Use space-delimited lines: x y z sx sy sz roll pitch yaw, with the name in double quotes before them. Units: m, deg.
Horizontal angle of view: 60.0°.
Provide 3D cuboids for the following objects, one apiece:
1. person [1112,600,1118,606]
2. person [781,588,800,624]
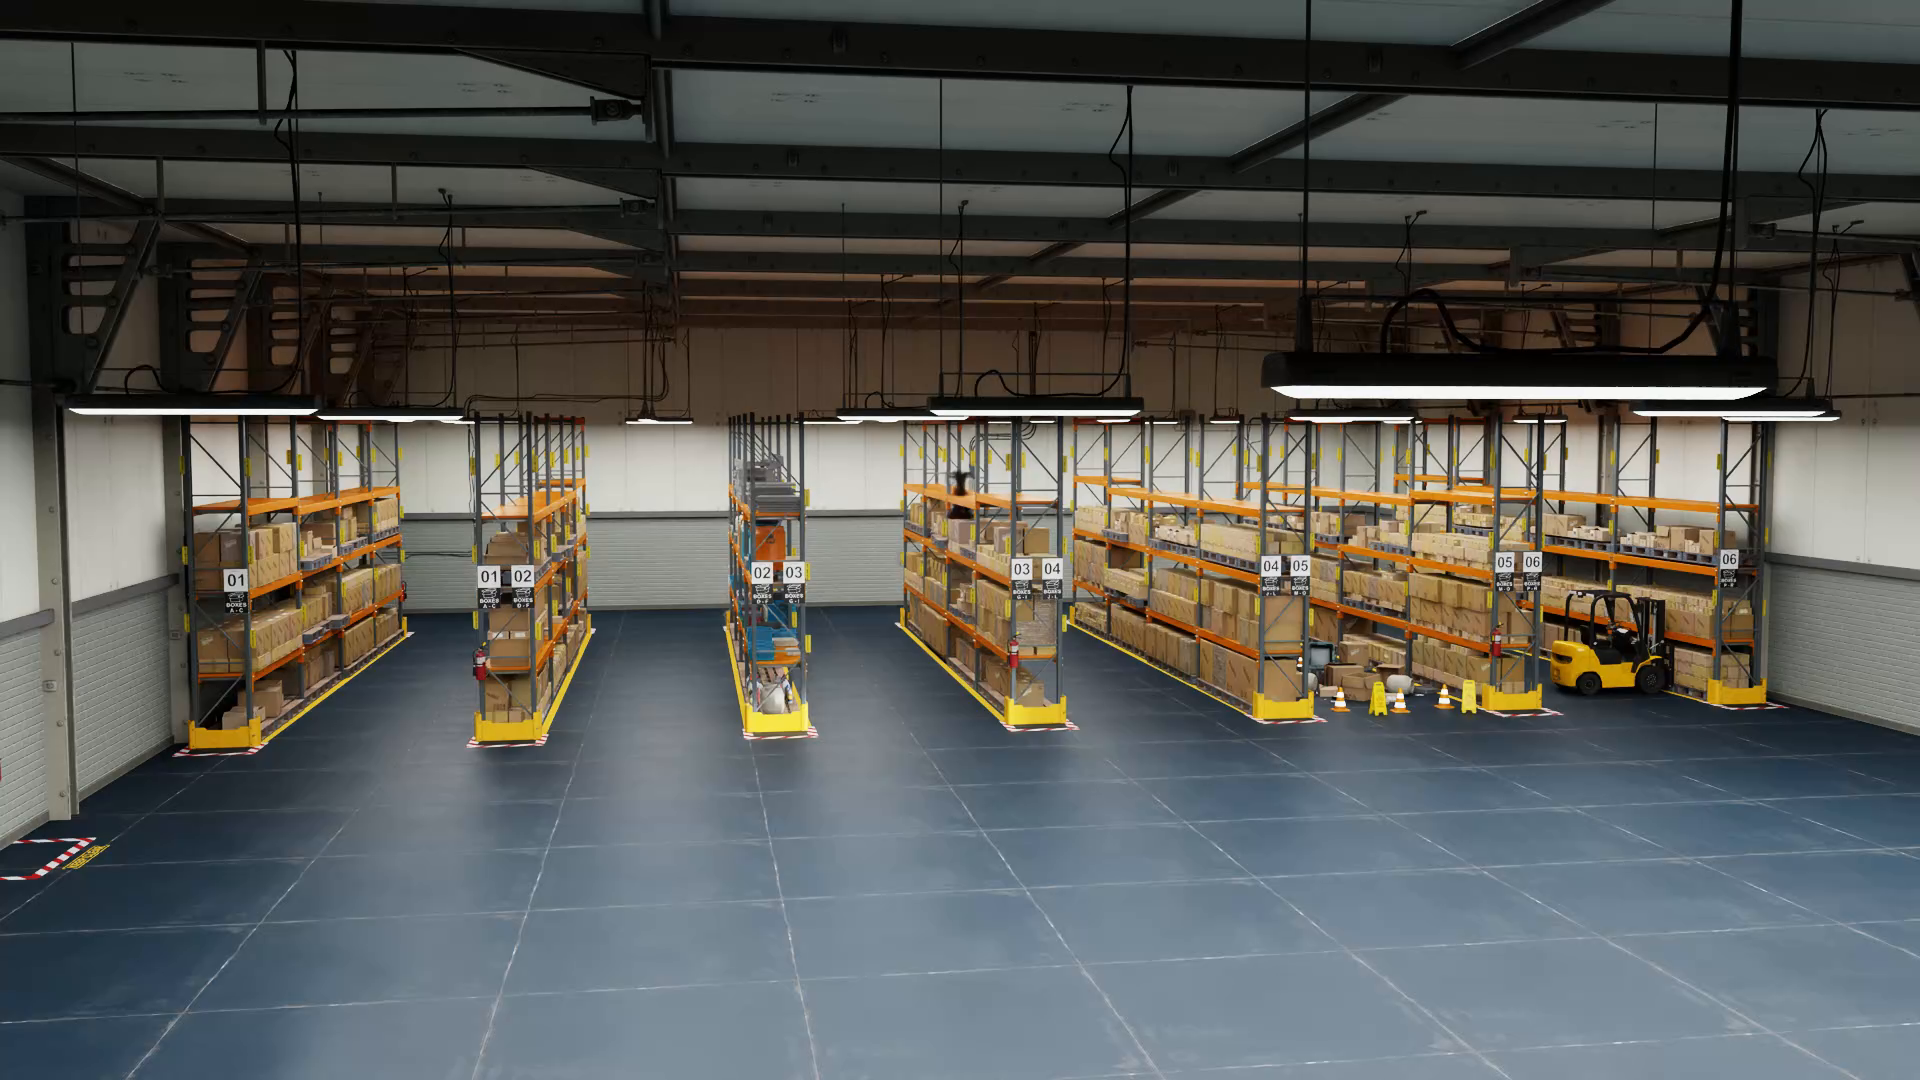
"person" 4.915 1.387 50.577 0.933 1.759 0.671 -2 4 -26
"person" -5.035 1.615 48.111 0.827 1.721 0.776 2 4 21
